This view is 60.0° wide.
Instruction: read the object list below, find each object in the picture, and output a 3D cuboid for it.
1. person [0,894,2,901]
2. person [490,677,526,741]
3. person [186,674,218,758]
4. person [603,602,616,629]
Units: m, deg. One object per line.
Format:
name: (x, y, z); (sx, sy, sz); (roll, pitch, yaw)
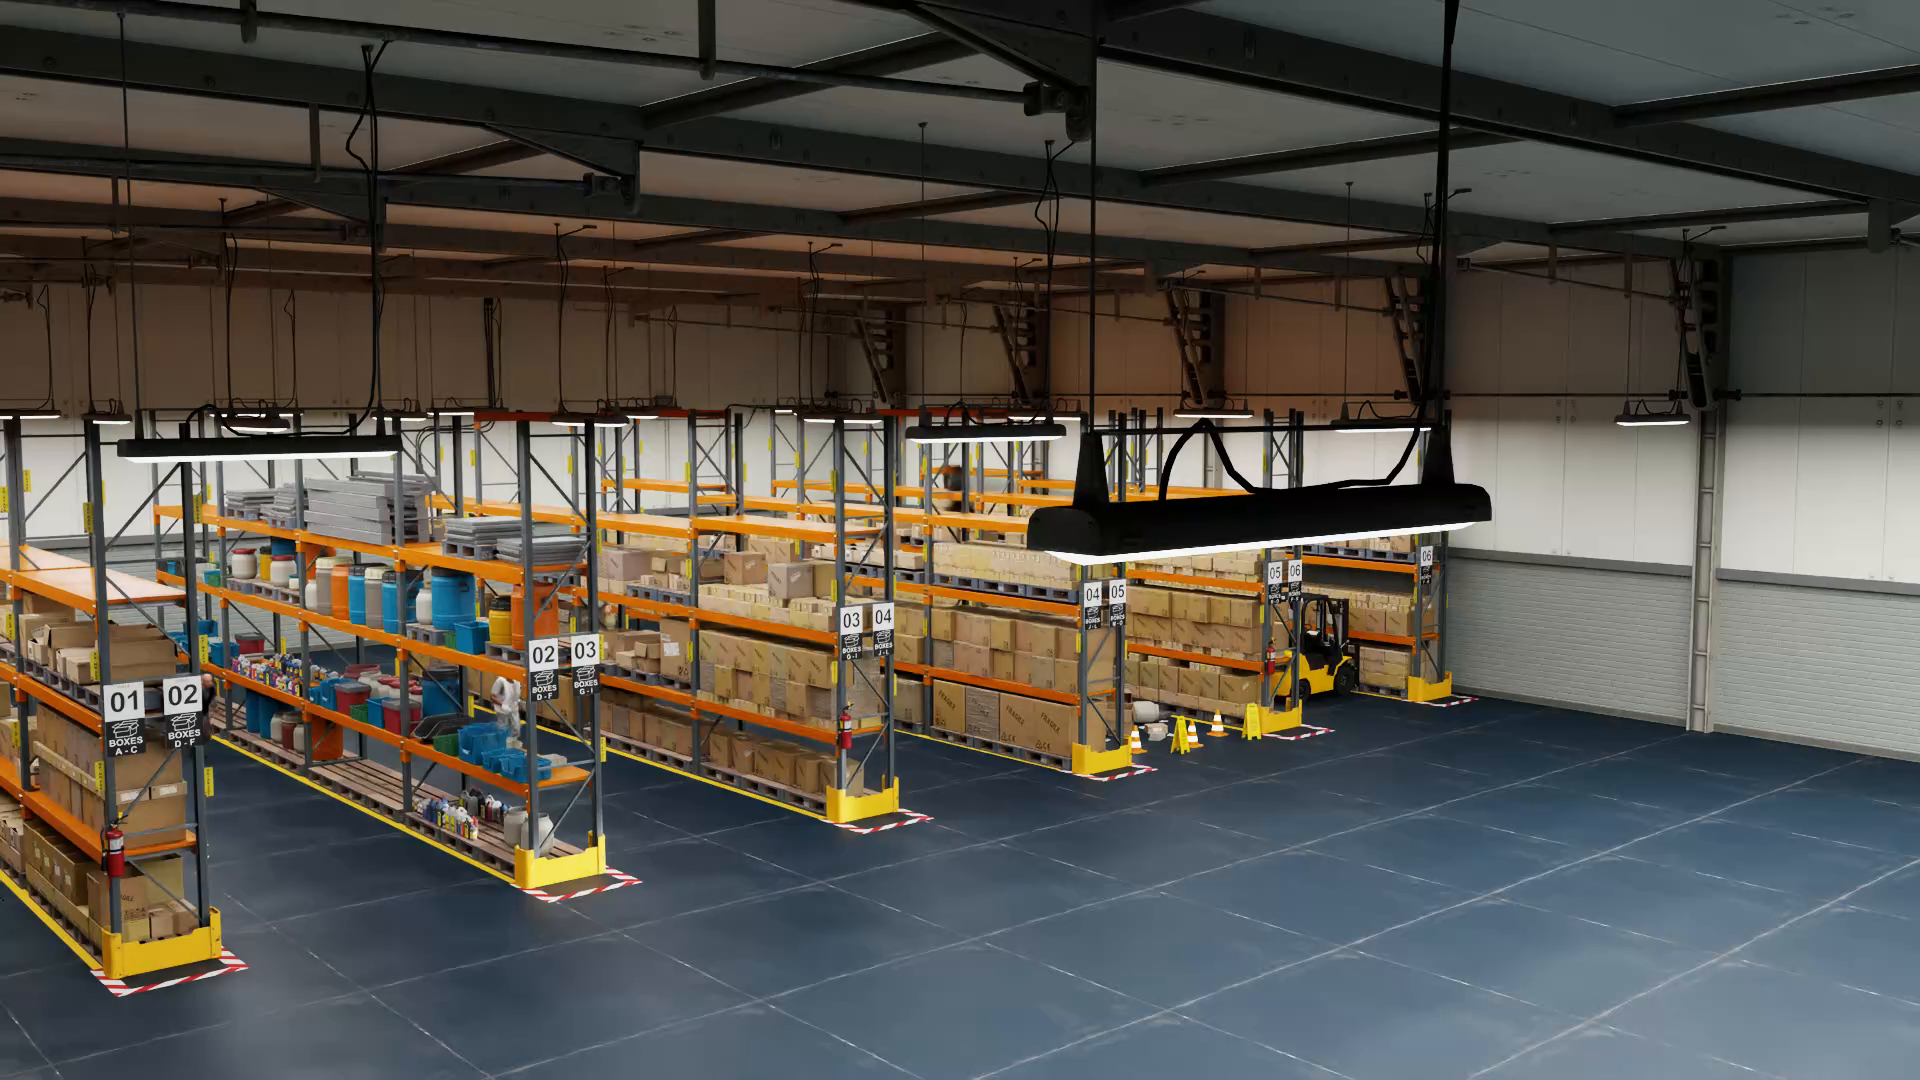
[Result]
person: (-10.814, 3.949, 18.063); (0.741, 1.620, 0.607); (2, 6, 25)
person: (-7.900, 2.947, 28.755); (0.787, 1.731, 0.685); (3, 6, 34)
person: (-13.235, 3.051, 28.787); (0.882, 1.531, 0.677); (3, 6, 33)
person: (-7.879, 2.234, 37.215); (0.525, 1.713, 0.804); (-4, 6, -35)
